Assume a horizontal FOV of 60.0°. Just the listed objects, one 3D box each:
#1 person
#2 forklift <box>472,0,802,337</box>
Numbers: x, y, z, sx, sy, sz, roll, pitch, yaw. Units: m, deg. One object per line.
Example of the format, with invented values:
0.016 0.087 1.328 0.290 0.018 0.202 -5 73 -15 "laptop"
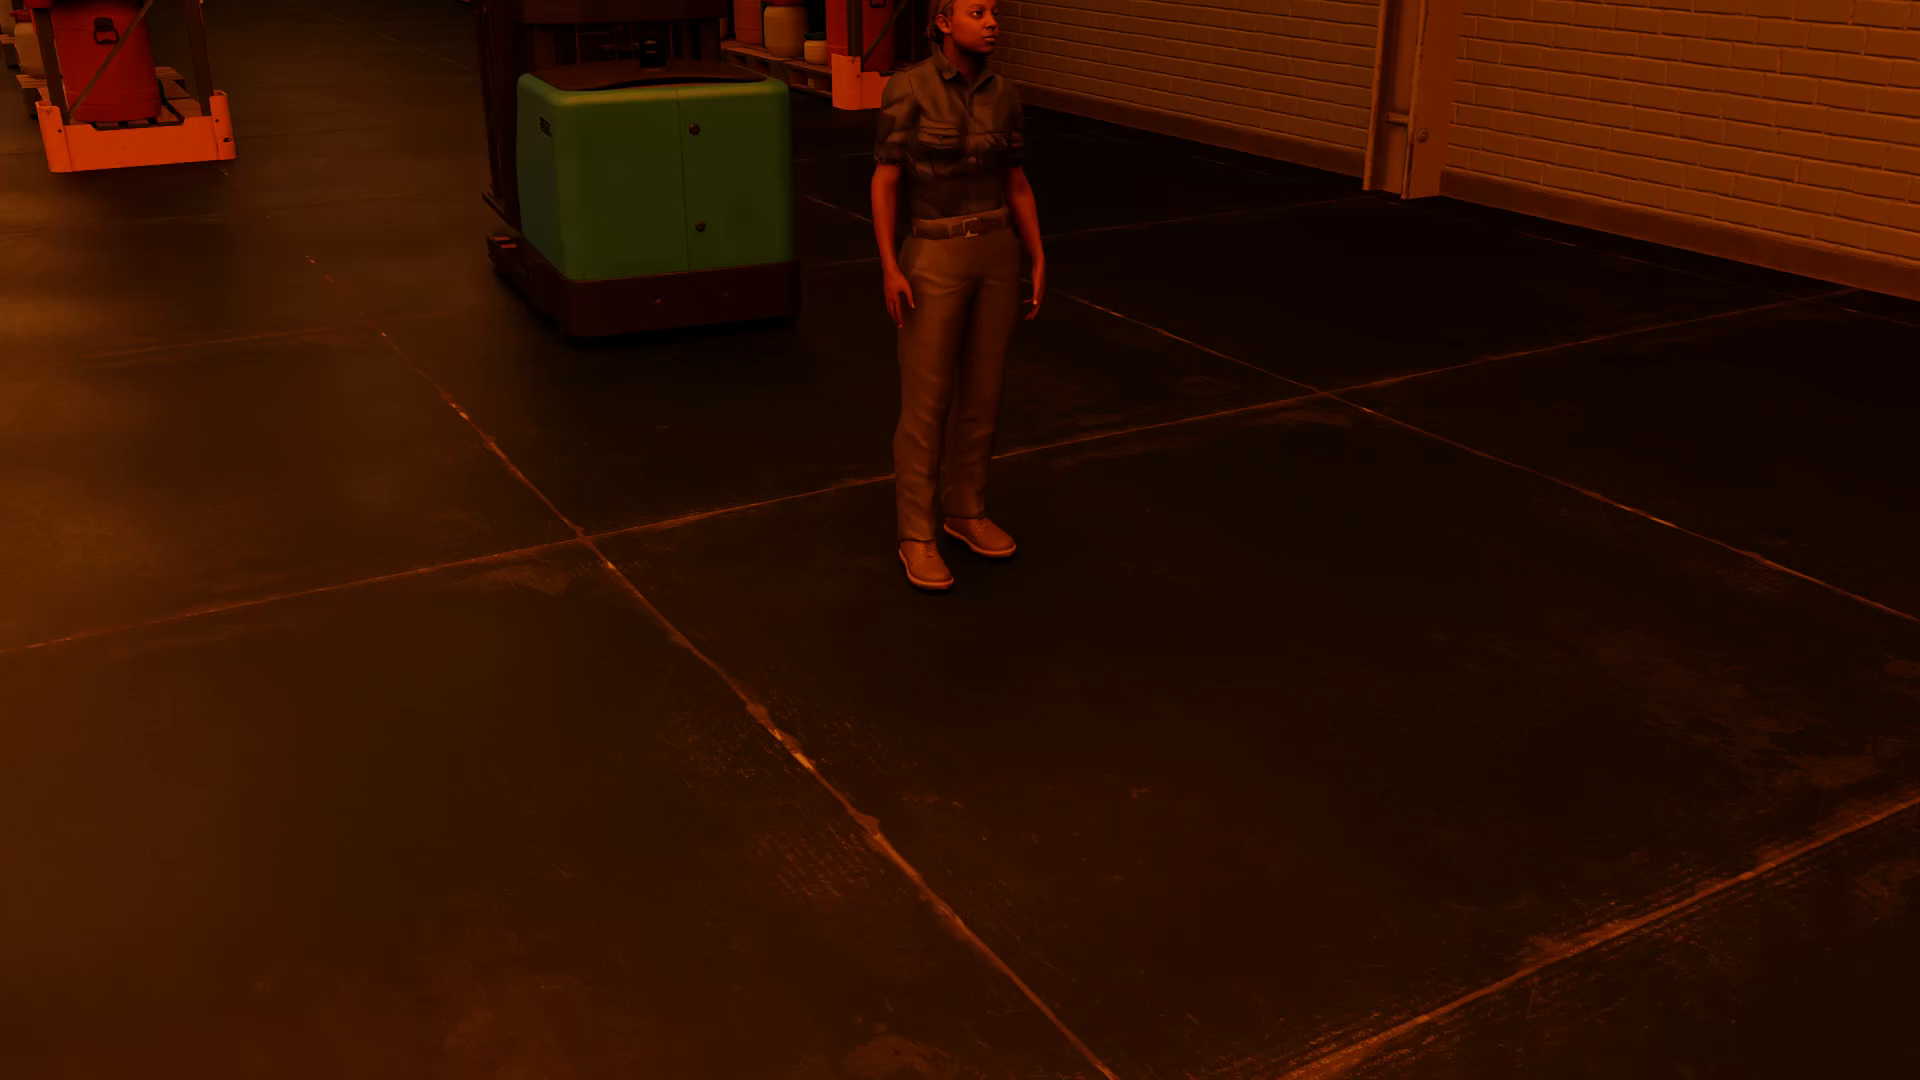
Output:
0.026 -0.733 4.741 0.569 1.641 0.504 -12 25 -28 "person"
-1.775 -2.739 7.950 1.130 2.935 3.031 -10 24 -22 "forklift"
